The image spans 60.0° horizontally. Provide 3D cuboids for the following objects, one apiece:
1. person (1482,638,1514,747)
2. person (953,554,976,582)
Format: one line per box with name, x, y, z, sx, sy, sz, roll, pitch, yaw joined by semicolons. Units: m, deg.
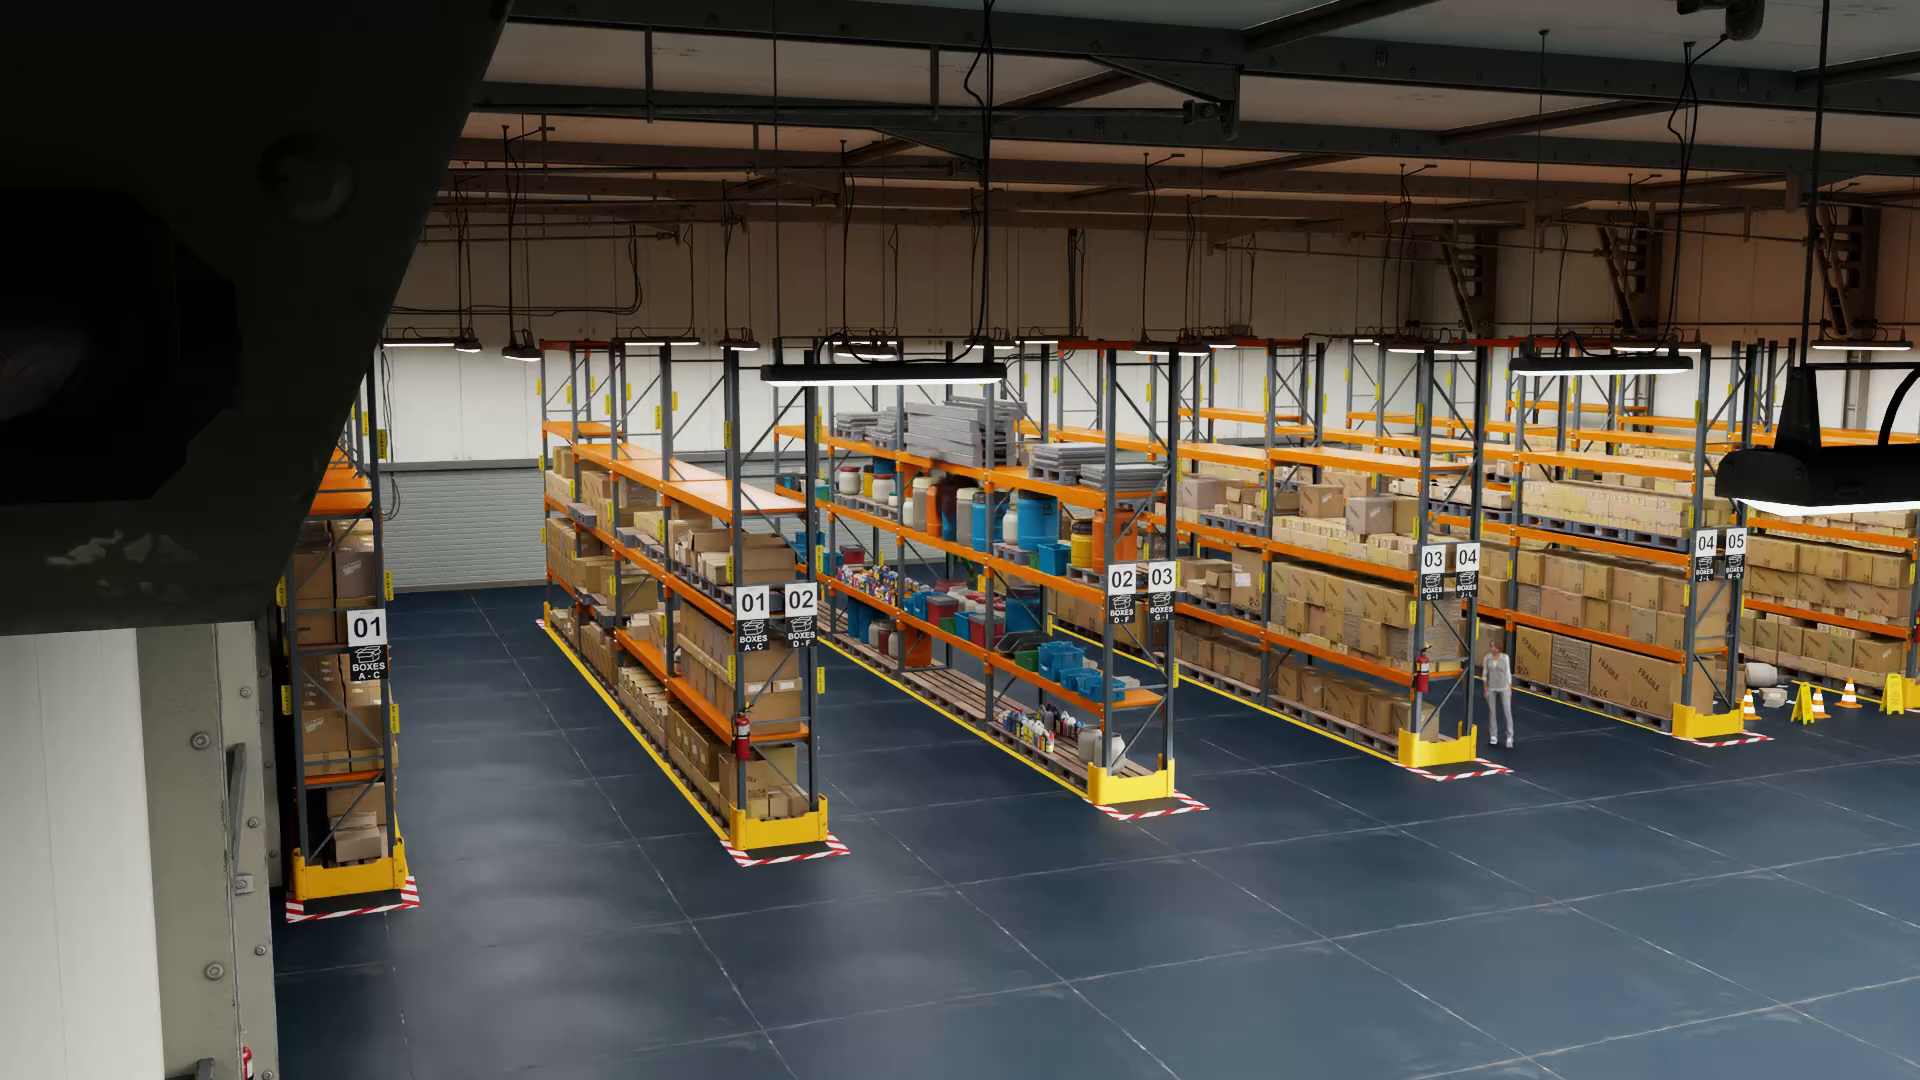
person;8.119;2.285;25.080;0.497;1.610;0.380;3;8;21
person;-0.016;0.236;40.204;0.617;1.759;1.055;5;9;34
